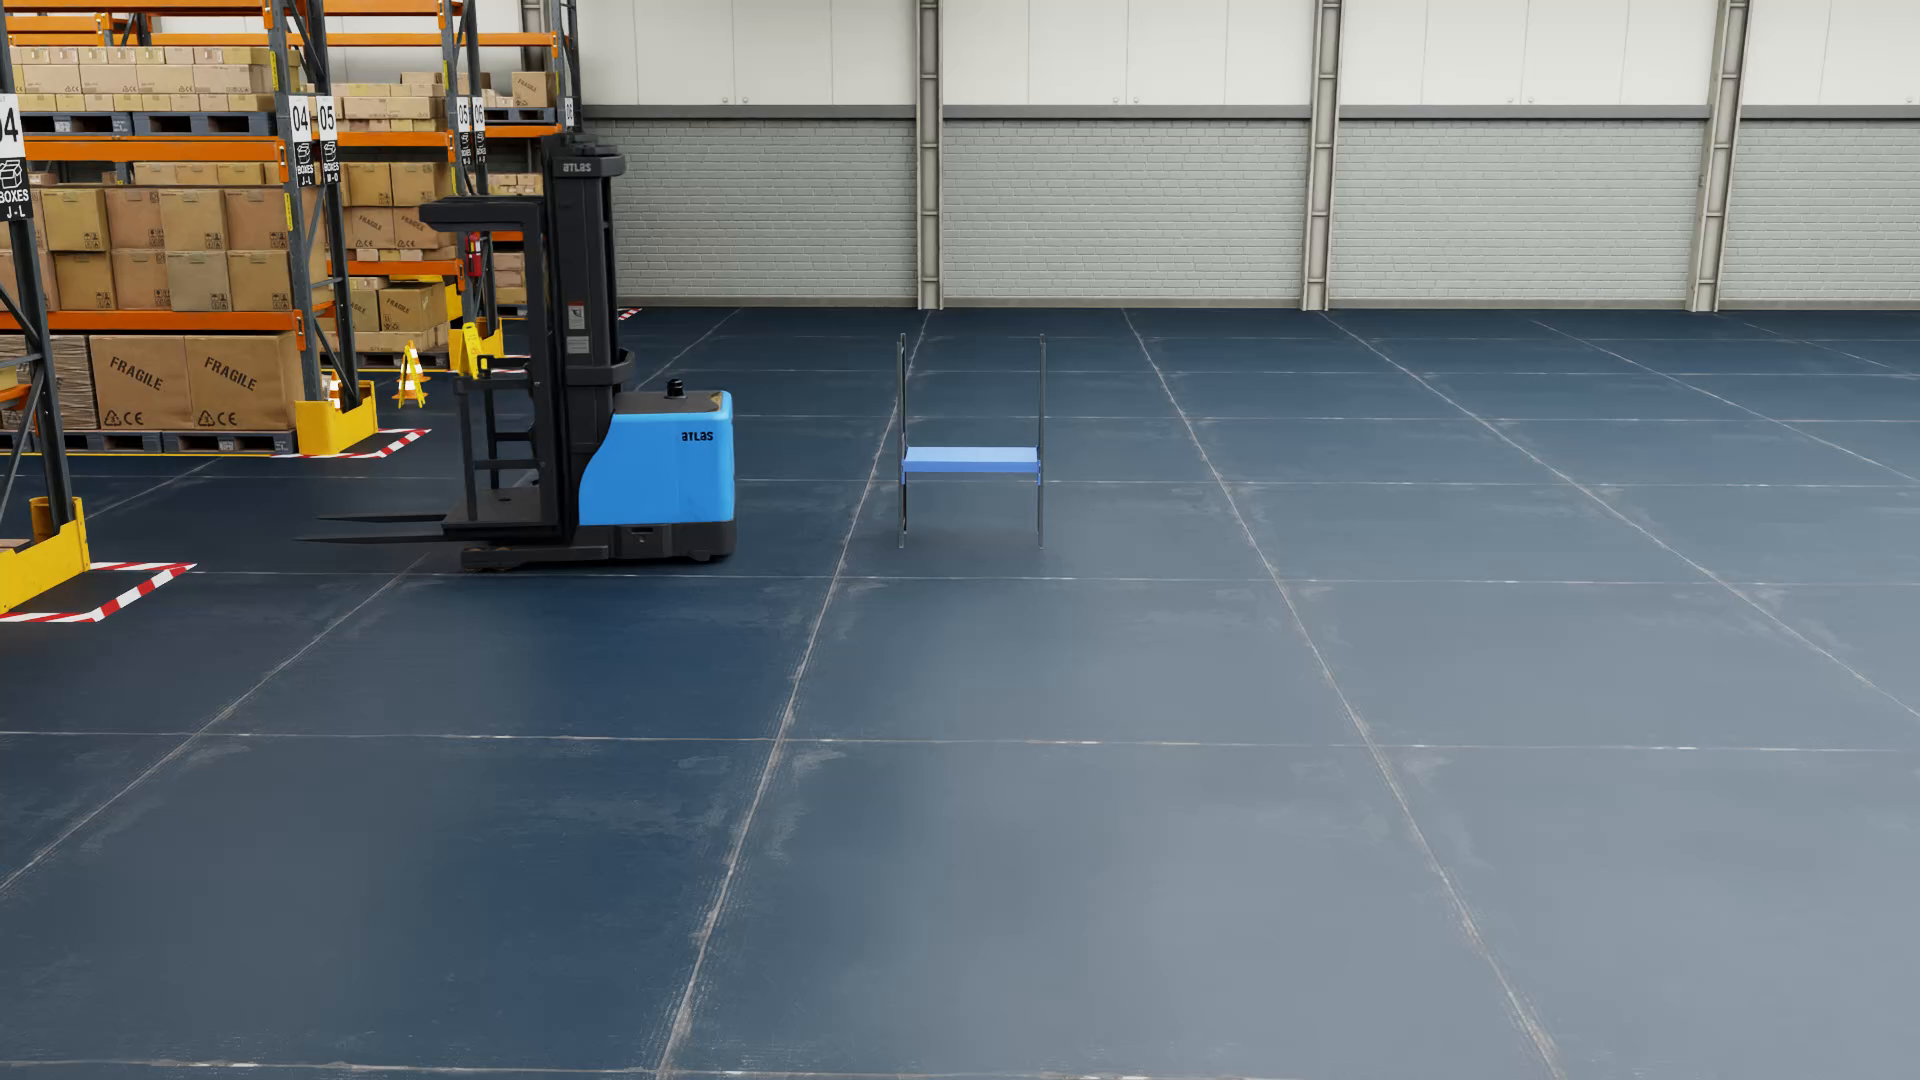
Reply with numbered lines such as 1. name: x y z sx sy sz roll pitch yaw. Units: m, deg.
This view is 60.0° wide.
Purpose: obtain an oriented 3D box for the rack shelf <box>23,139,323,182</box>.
1. rack shelf: -7.935 -3.494 15.233 4.000 0.370 1.077 0 15 1

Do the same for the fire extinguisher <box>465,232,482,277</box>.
1. fire extinguisher: -5.808 -3.486 19.824 0.183 0.674 0.296 0 15 1

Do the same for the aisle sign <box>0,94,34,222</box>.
1. aisle sign: -6.094 -2.447 10.640 0.004 0.787 0.394 0 15 1

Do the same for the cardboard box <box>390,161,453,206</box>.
1. cardboard box: -6.427 -4.265 19.885 0.500 0.500 0.700 0 15 0

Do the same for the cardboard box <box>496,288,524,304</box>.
1. cardboard box: -6.762 -3.709 25.085 0.500 0.250 0.500 0 15 1

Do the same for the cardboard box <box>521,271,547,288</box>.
1. cardboard box: -6.282 -3.946 25.003 0.500 0.250 0.500 0 15 1

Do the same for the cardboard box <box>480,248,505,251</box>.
1. cardboard box: -7.262 -4.324 25.456 0.500 0.250 0.500 0 15 1

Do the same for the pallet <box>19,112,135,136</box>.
1. pallet: -7.900 -3.795 15.139 1.213 0.211 1.003 0 15 1

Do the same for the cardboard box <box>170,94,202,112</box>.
1. cardboard box: -6.785 -3.878 14.751 0.250 0.149 0.380 1 15 2

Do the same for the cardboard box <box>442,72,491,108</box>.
1. cardboard box: -7.257 -6.630 24.496 0.500 0.500 0.700 0 15 2

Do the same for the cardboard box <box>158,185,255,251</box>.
1. cardboard box: -6.858 -2.965 15.289 0.550 0.550 0.875 0 15 1

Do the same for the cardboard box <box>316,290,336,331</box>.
1. cardboard box: -7.744 -2.824 20.260 0.500 0.500 0.500 0 15 0

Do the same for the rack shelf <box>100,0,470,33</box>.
1. rack shelf: -7.910 -6.206 19.638 4.000 0.370 1.077 0 15 1

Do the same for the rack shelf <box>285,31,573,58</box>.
1. rack shelf: -7.787 -7.280 24.487 4.000 0.370 1.077 0 15 1

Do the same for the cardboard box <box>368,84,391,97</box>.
1. cardboard box: -6.768 -5.291 19.565 0.250 0.149 0.380 0 15 1

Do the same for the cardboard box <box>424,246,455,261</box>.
1. cardboard box: -6.290 -3.468 20.097 0.250 0.149 0.380 1 15 3

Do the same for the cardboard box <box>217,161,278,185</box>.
1. cardboard box: -8.463 -4.266 19.890 0.500 0.500 0.700 0 15 0

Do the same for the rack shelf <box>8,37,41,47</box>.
1. rack shelf: -15.784 -7.332 24.685 4.000 0.370 1.077 0 15 1

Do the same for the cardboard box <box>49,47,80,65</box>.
1. cardboard box: -7.806 -4.270 14.674 0.250 0.149 0.380 0 15 2

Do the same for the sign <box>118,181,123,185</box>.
1. sign: -9.920 -4.086 19.677 0.005 0.325 0.100 0 15 1

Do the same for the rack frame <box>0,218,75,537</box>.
1. rack frame: -6.164 -1.114 10.683 0.127 3.000 1.000 0 15 1

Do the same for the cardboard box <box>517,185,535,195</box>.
1. cardboard box: -6.397 -5.194 24.680 0.250 0.149 0.380 1 15 2

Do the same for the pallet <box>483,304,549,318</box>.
1. pallet: -6.553 -3.553 25.394 1.213 0.211 1.003 0 15 1

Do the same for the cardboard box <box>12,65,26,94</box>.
1. cardboard box: -8.444 -4.097 14.800 0.500 0.250 0.500 0 15 1

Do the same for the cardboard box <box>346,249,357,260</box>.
1. cardboard box: -7.312 -3.480 20.142 0.250 0.149 0.380 1 15 2

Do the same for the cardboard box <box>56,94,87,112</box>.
1. cardboard box: -7.802 -3.885 14.777 0.250 0.149 0.380 1 15 2

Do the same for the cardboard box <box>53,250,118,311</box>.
1. cardboard box: -7.946 -2.468 15.522 0.500 0.550 0.875 0 15 1

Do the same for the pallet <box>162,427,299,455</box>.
1. pallet: -6.737 -1.015 15.775 1.213 0.211 1.003 0 15 1

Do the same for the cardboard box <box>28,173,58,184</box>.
1. cardboard box: -11.066 -4.323 19.971 0.250 0.149 0.380 0 15 0

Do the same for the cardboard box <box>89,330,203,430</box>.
1. cardboard box: -7.495 -1.547 15.665 0.875 0.875 0.875 0 15 1

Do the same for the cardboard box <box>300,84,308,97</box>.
1. cardboard box: -7.790 -5.284 19.538 0.250 0.149 0.380 1 15 3

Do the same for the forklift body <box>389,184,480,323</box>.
1. forklift body: -7.730 -4.044 23.452 1.214 2.155 2.313 0 15 1

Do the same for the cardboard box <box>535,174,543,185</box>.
1. cardboard box: -6.151 -5.362 24.732 0.250 0.149 0.380 0 15 2

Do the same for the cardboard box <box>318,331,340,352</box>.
1. cardboard box: -7.766 -2.459 20.347 0.500 0.250 0.500 0 15 -1

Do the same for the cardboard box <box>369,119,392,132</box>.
1. cardboard box: -6.789 -4.905 19.664 0.250 0.149 0.380 1 15 3

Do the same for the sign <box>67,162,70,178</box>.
1. sign: -13.774 -5.661 25.647 0.005 0.325 0.100 0 15 1

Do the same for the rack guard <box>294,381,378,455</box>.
1. rack guard: -5.912 -1.170 15.793 0.348 0.500 1.175 0 15 1

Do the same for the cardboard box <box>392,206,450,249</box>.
1. cardboard box: -6.460 -3.767 19.958 0.500 0.500 0.500 0 15 0

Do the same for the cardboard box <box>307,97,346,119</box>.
1. cardboard box: -7.450 -5.103 19.635 0.500 0.250 0.500 1 15 3

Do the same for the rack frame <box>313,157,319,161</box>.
1. rack frame: -9.786 -4.933 25.159 0.127 3.000 1.000 0 15 1

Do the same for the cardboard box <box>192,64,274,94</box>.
1. cardboard box: -6.432 -4.083 14.749 0.500 0.250 0.500 1 15 2

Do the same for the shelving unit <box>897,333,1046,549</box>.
1. shelving unit: 0.085 -0.725 12.147 1.048 1.500 0.538 0 15 1

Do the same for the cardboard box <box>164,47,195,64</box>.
1. cardboard box: -6.787 -4.264 14.651 0.250 0.149 0.380 1 15 2

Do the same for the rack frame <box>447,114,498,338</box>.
1. rack frame: -5.910 -3.641 20.262 0.127 3.000 1.000 0 15 1

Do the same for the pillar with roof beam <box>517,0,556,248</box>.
1. pillar with roof beam: -6.570 -6.945 21.022 0.400 9.000 9.100 0 15 1

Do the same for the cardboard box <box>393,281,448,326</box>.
1. cardboard box: -6.734 -2.953 20.751 0.500 0.500 0.500 0 15 0

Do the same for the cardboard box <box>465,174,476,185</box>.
1. cardboard box: -7.171 -5.344 24.665 0.250 0.149 0.380 1 15 3

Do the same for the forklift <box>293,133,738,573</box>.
1. forklift: -3.139 -1.335 11.653 3.031 2.935 1.130 -2 15 -6

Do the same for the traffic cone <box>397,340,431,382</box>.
1. traffic cone: -6.373 -2.089 19.349 0.334 0.463 0.336 0 15 1
